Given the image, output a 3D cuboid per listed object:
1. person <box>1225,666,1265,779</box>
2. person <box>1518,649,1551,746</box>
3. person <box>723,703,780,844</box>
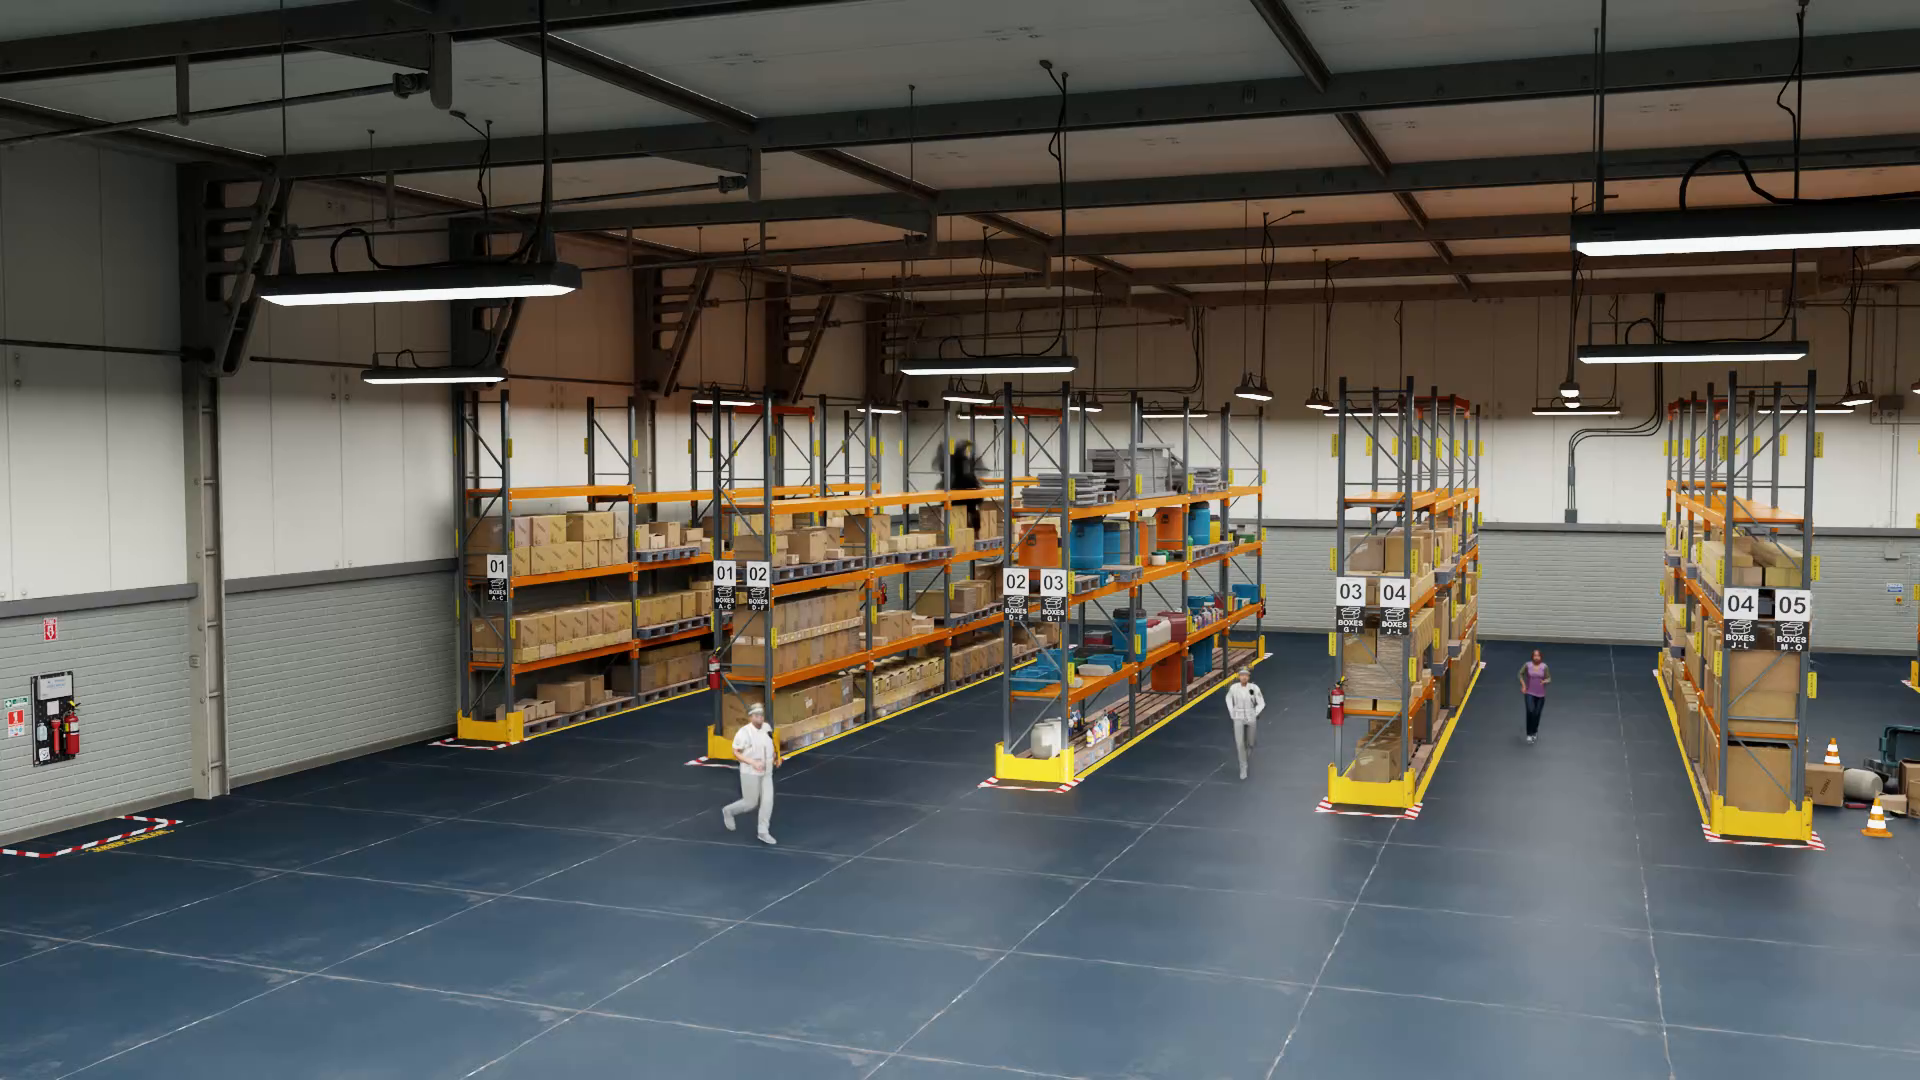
[{"bbox_3d":[4.395,2.778,25.614,0.592,1.694,0.977,0,3,6],"label":"person"},{"bbox_3d":[9.735,2.657,28.163,0.515,1.631,0.704,1,3,11],"label":"person"},{"bbox_3d":[-2.639,2.963,21.313,0.670,1.780,0.834,-3,4,-44],"label":"person"}]
